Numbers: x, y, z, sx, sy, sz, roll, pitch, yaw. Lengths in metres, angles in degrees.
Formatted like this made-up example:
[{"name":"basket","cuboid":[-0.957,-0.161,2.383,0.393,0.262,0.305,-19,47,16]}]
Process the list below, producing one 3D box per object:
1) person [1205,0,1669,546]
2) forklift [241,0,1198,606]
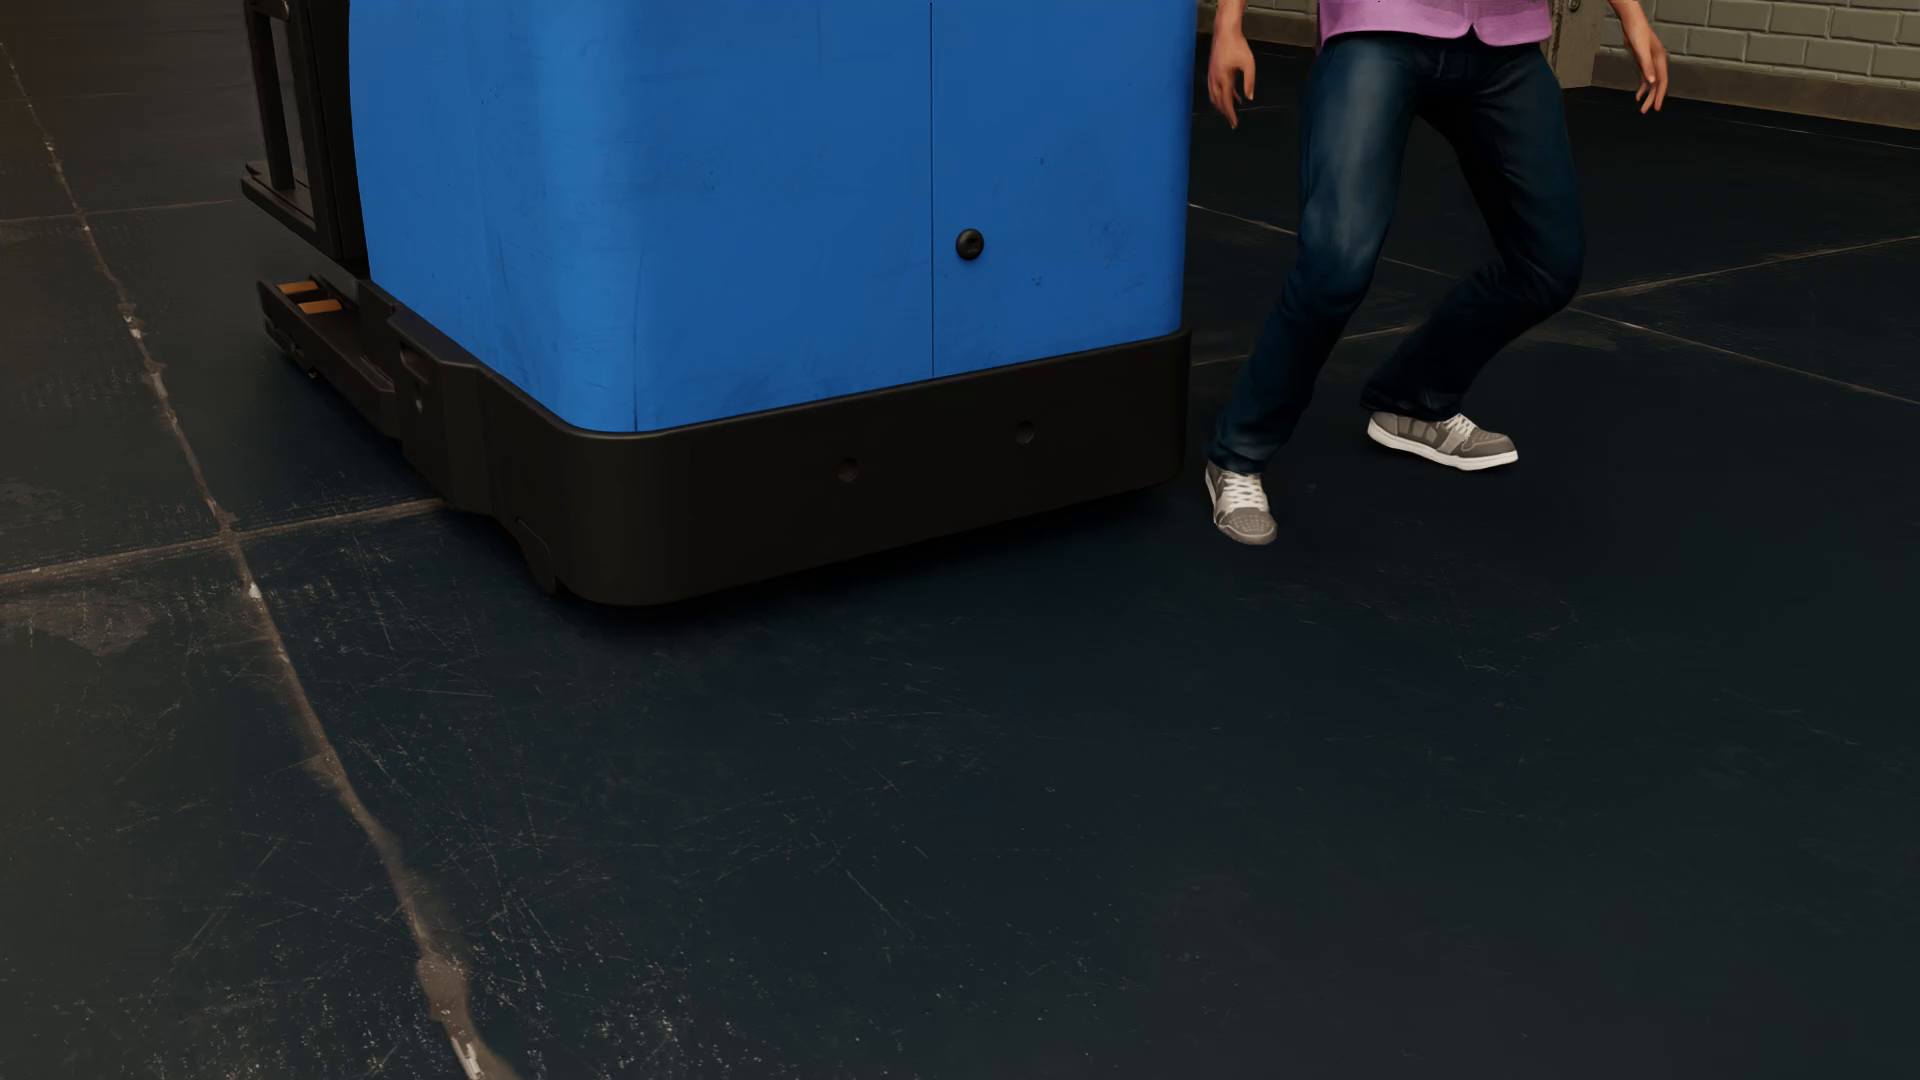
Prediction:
[{"name":"person","cuboid":[0.693,-0.747,2.521,0.710,1.534,0.459,-6,23,-13]},{"name":"forklift","cuboid":[-0.854,-1.775,3.098,1.130,2.935,3.031,-14,26,-30]}]
